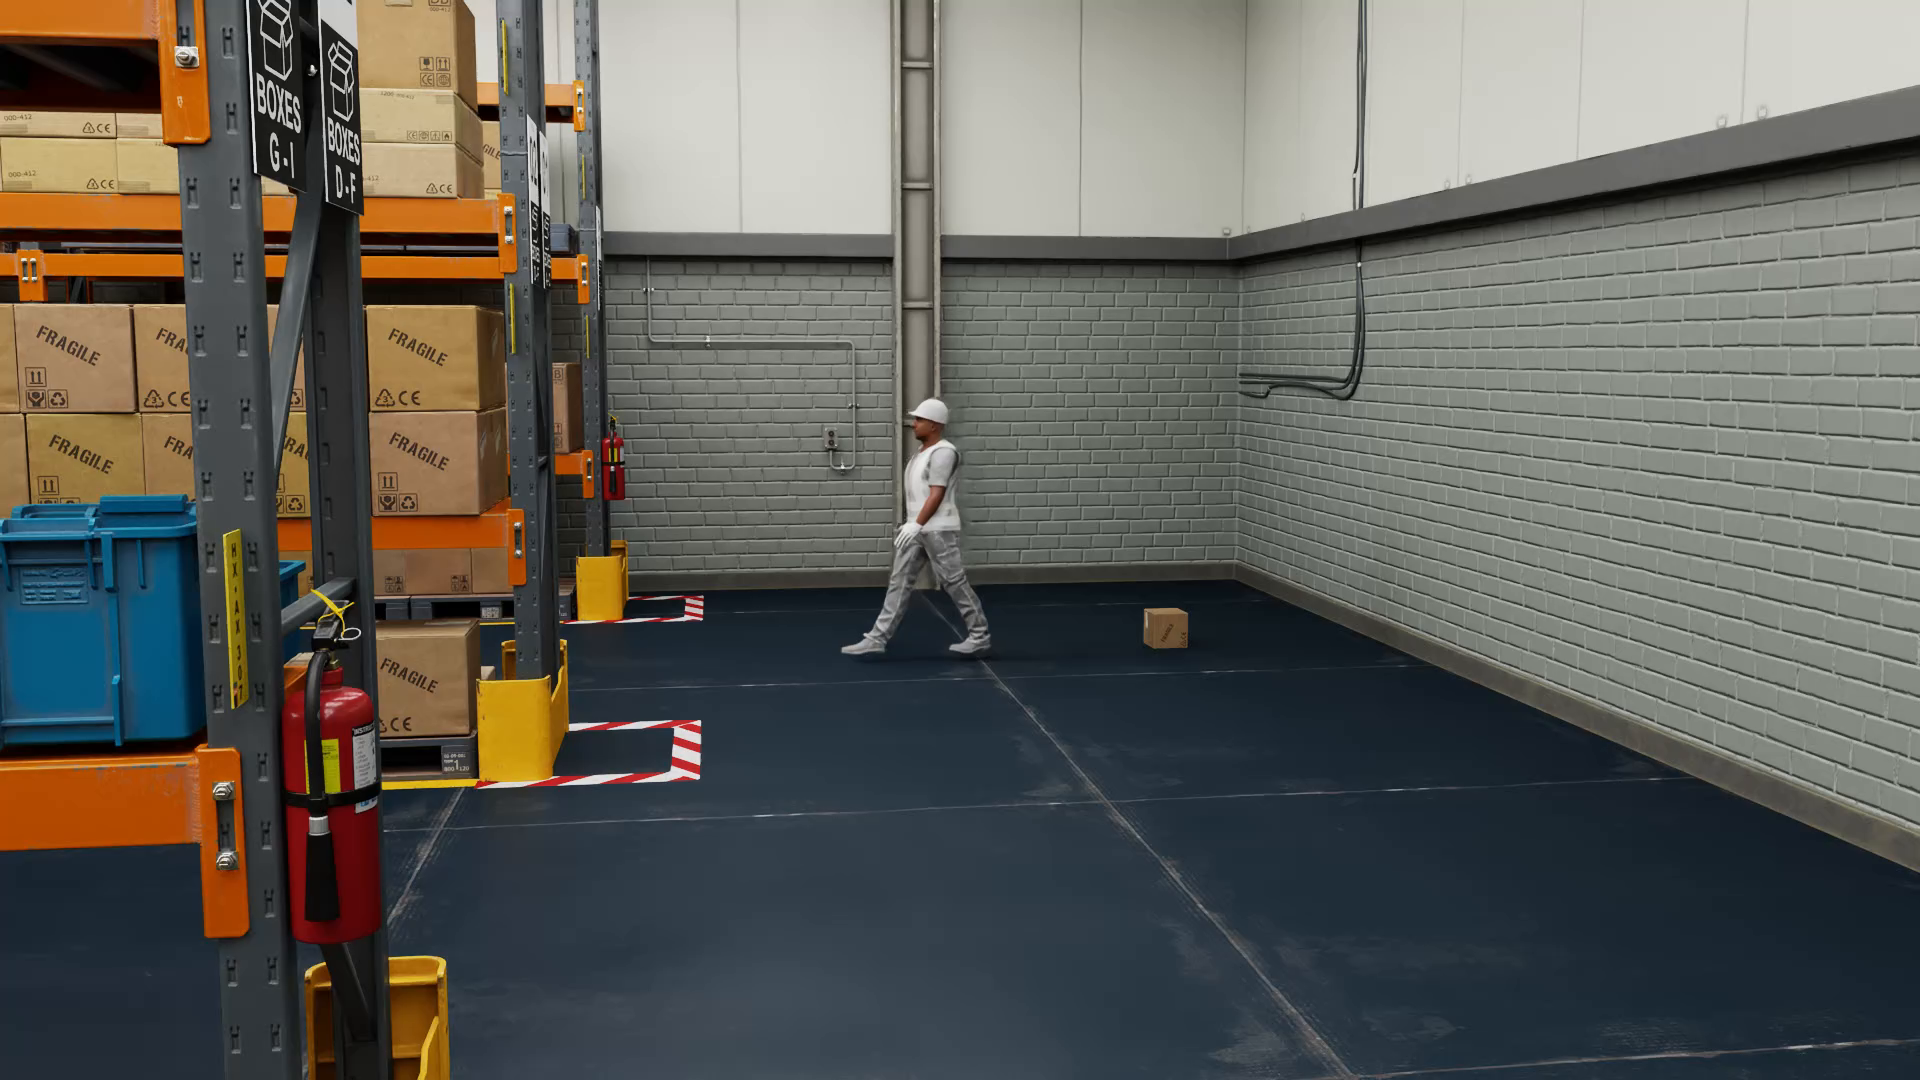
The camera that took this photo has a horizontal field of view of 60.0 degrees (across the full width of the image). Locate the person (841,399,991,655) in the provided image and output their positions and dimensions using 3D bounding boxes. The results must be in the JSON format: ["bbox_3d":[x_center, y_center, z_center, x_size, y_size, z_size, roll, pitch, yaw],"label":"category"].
[{"bbox_3d":[-0.283,-0.082,11.159,1.016,1.725,0.564,-2,7,-19],"label":"person"}]
